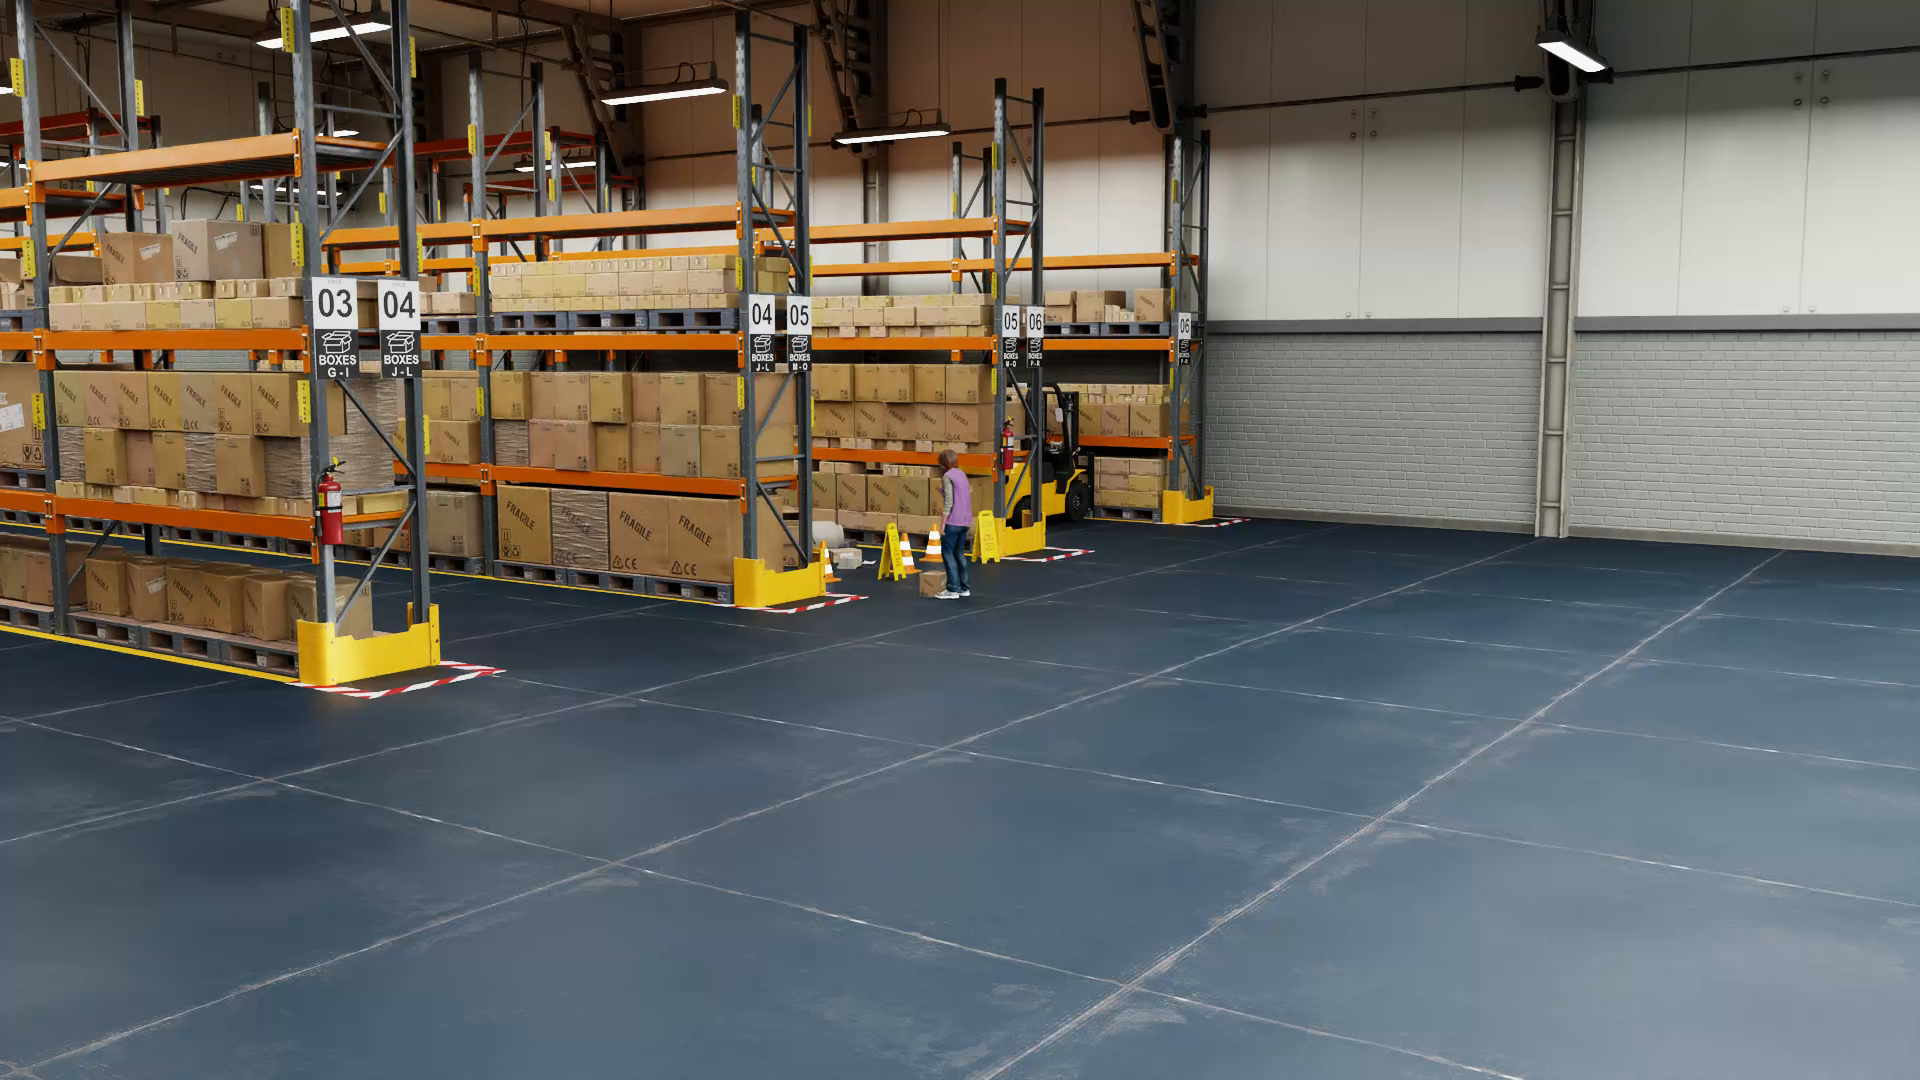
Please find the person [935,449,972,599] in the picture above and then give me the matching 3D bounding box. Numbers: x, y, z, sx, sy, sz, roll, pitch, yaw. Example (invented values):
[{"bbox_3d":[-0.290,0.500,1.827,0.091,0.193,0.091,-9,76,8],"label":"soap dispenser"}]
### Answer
[{"bbox_3d":[-0.060,-0.167,17.717,0.345,1.580,0.478,4,8,30],"label":"person"}]
